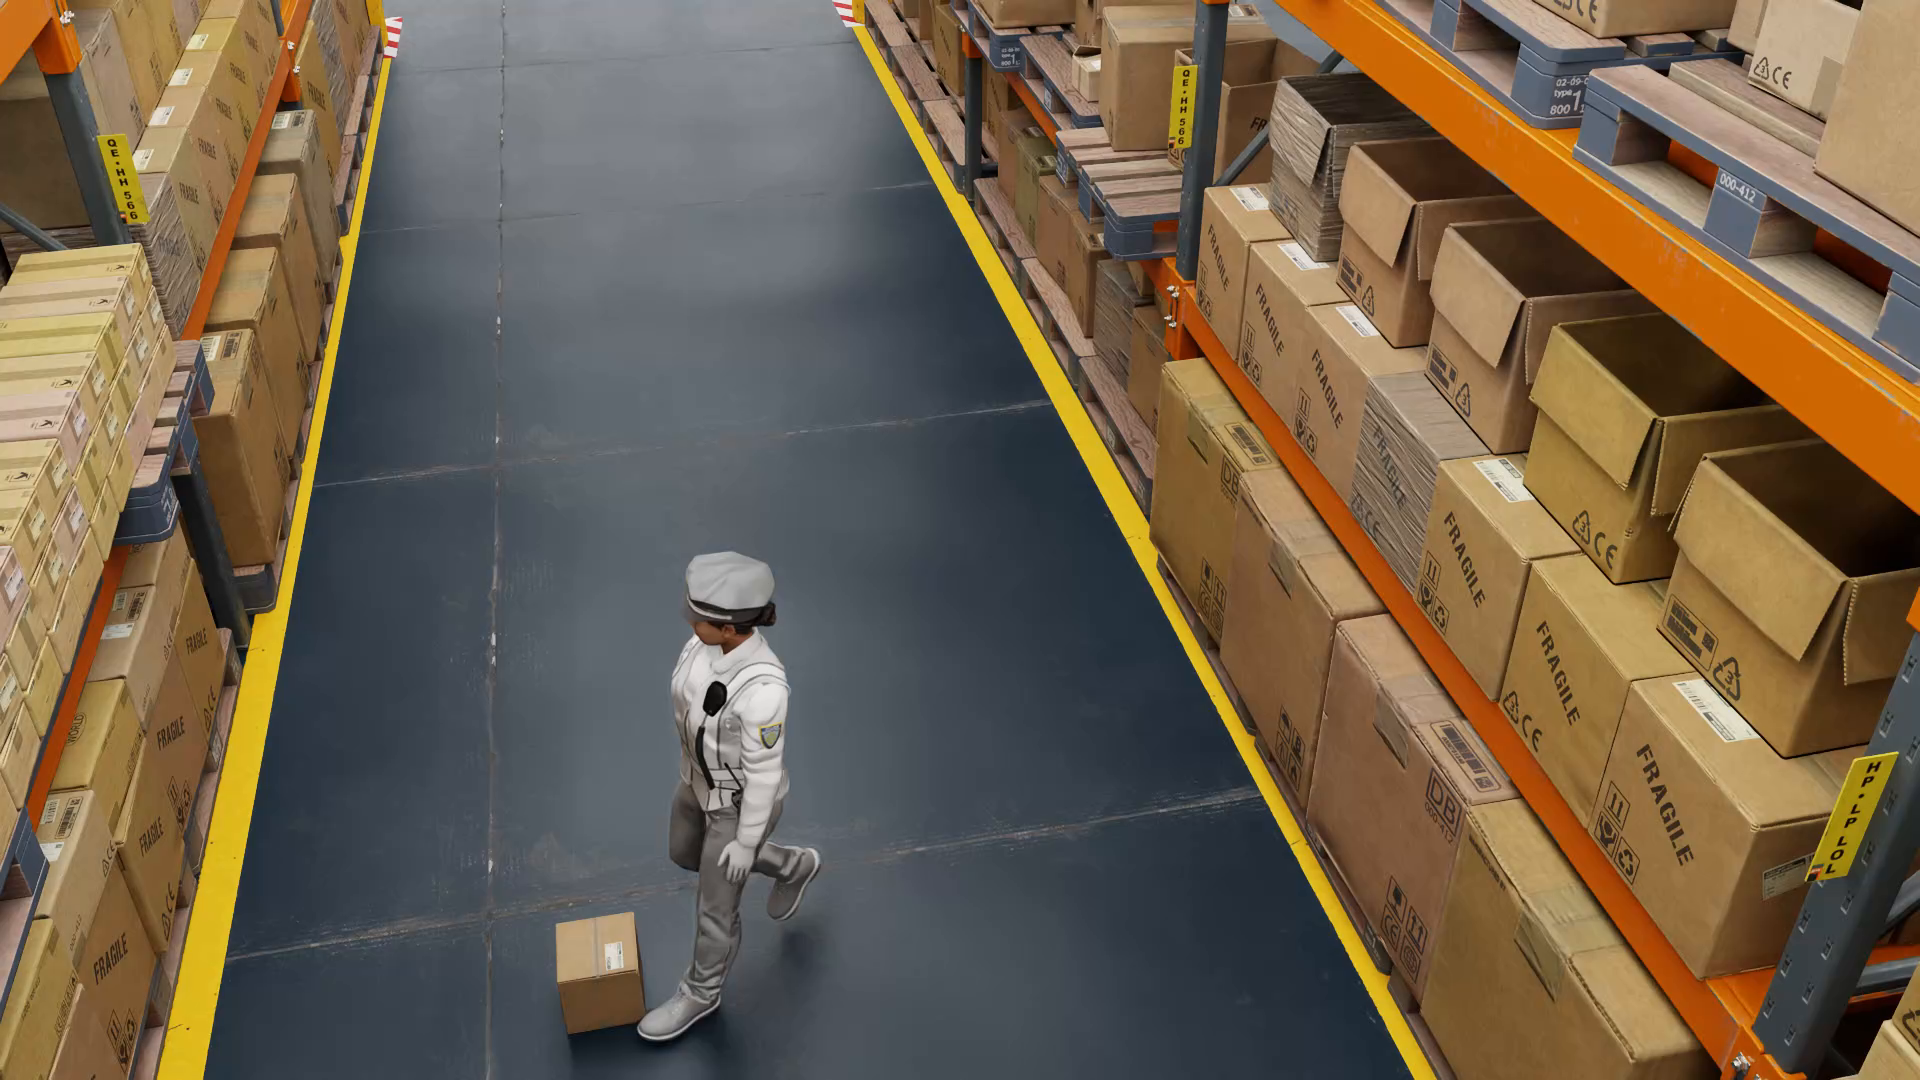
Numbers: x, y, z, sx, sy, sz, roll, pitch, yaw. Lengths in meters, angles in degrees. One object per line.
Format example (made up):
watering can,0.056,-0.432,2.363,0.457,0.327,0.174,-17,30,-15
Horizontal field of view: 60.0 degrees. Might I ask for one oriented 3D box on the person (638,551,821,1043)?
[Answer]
person,-0.735,0.767,5.028,0.743,1.645,0.518,-18,38,-24
